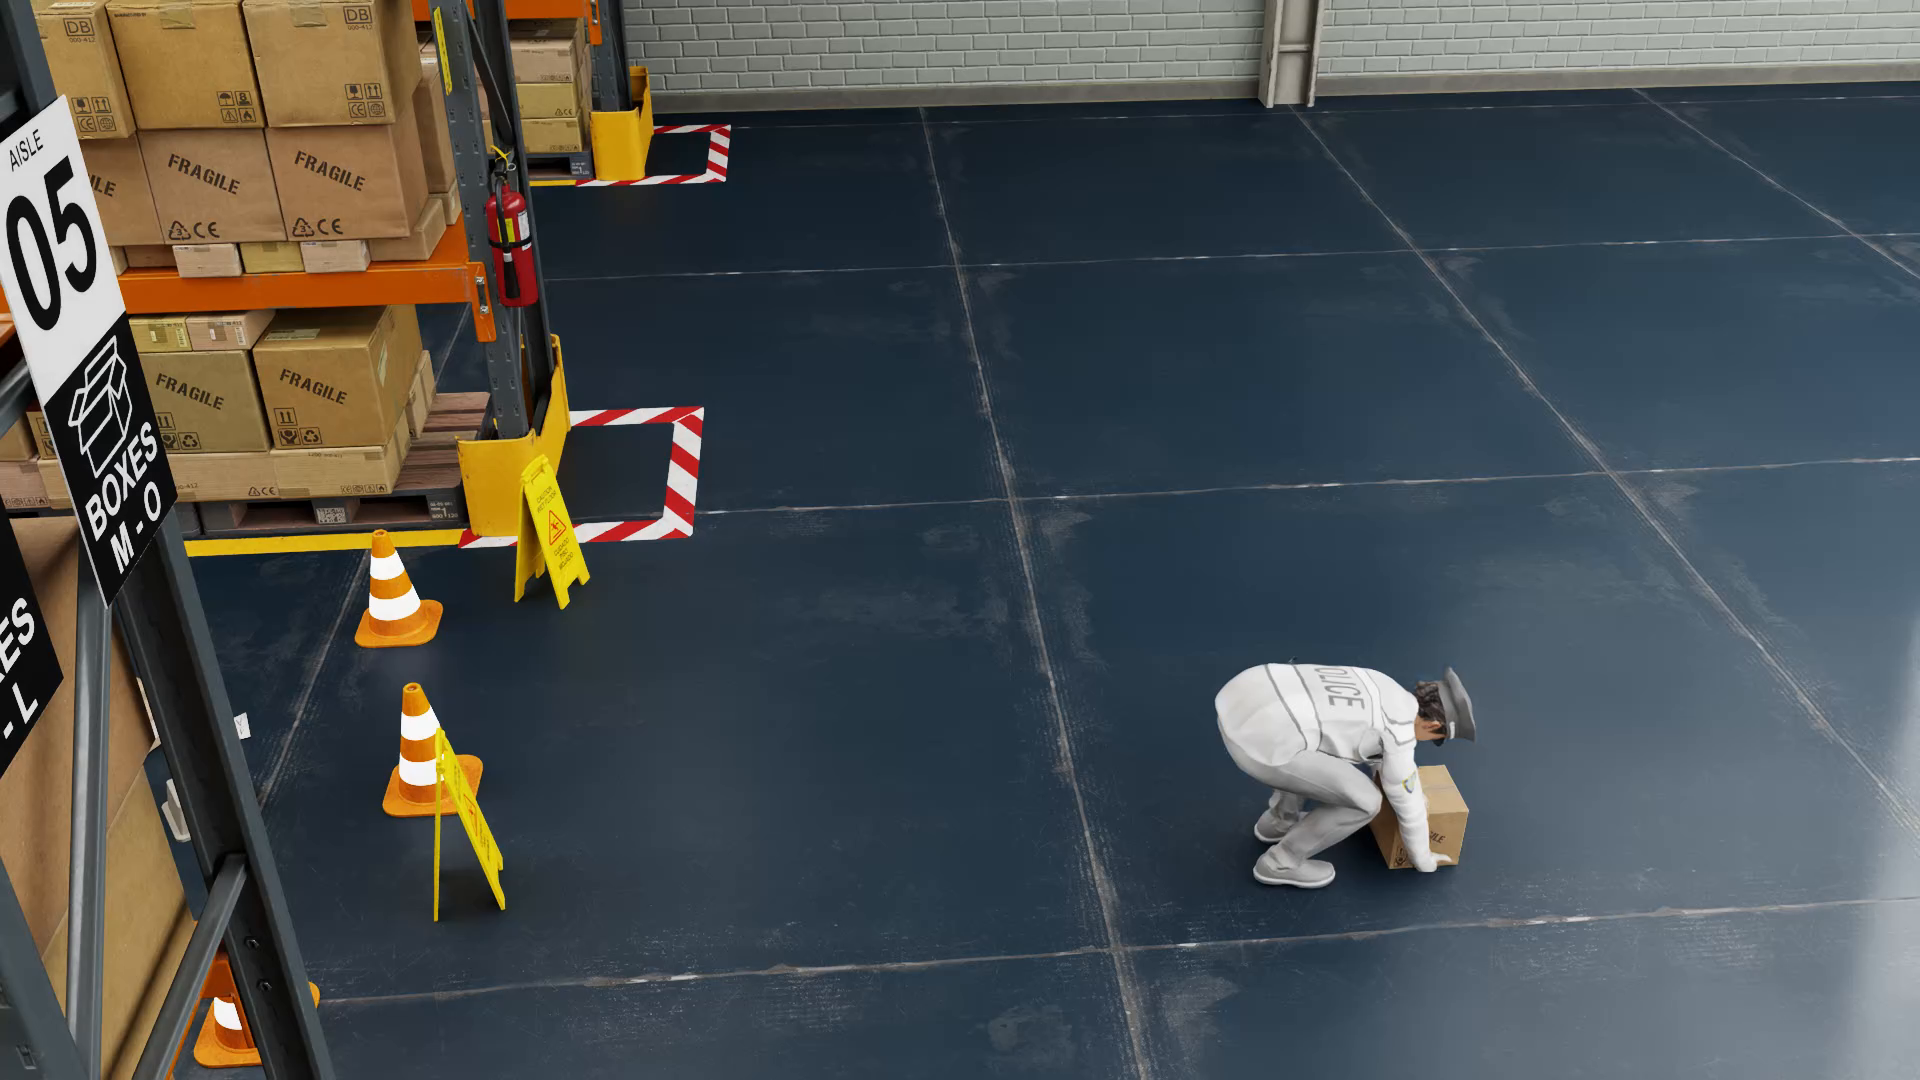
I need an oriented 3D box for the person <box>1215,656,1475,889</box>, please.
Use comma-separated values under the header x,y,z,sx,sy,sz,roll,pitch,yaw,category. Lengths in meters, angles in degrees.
x,y,z,sx,sy,sz,roll,pitch,yaw,category
1.313,0.786,5.713,0.905,0.801,0.452,-4,31,-6,person
